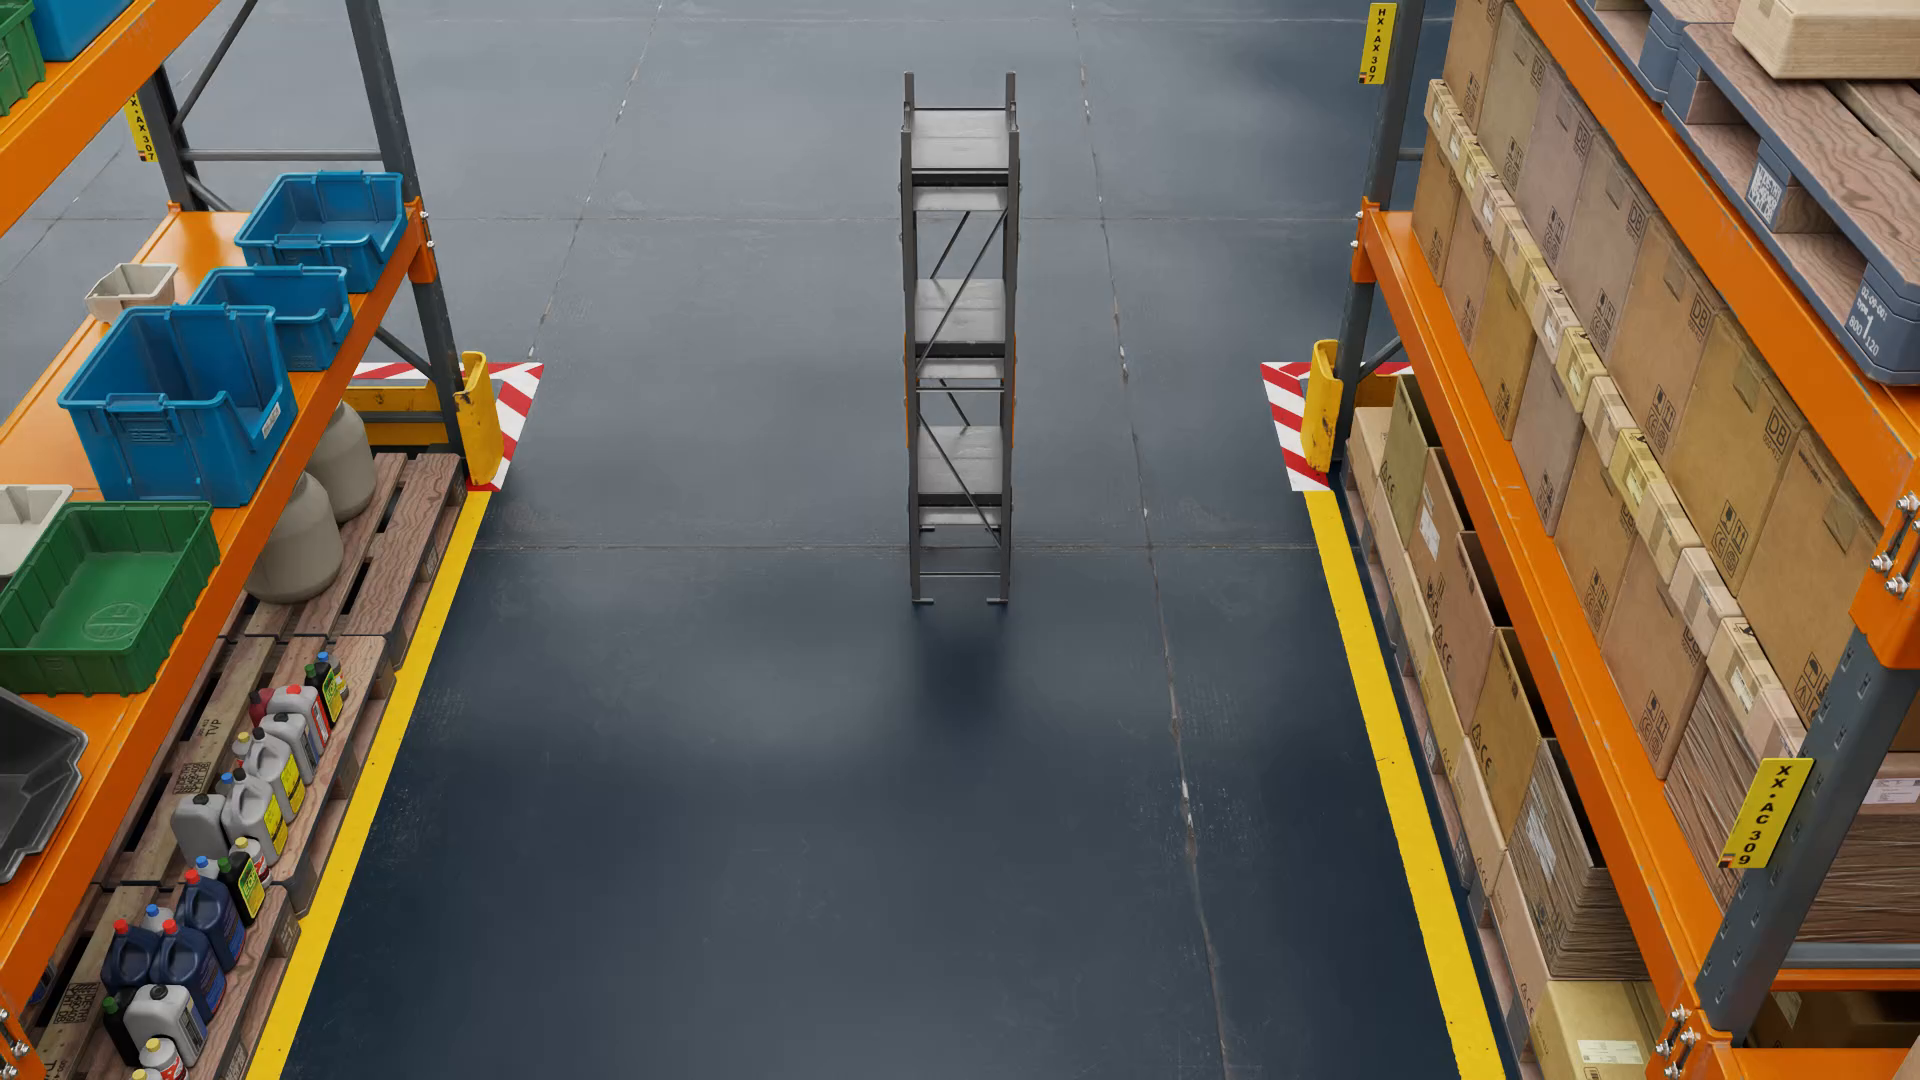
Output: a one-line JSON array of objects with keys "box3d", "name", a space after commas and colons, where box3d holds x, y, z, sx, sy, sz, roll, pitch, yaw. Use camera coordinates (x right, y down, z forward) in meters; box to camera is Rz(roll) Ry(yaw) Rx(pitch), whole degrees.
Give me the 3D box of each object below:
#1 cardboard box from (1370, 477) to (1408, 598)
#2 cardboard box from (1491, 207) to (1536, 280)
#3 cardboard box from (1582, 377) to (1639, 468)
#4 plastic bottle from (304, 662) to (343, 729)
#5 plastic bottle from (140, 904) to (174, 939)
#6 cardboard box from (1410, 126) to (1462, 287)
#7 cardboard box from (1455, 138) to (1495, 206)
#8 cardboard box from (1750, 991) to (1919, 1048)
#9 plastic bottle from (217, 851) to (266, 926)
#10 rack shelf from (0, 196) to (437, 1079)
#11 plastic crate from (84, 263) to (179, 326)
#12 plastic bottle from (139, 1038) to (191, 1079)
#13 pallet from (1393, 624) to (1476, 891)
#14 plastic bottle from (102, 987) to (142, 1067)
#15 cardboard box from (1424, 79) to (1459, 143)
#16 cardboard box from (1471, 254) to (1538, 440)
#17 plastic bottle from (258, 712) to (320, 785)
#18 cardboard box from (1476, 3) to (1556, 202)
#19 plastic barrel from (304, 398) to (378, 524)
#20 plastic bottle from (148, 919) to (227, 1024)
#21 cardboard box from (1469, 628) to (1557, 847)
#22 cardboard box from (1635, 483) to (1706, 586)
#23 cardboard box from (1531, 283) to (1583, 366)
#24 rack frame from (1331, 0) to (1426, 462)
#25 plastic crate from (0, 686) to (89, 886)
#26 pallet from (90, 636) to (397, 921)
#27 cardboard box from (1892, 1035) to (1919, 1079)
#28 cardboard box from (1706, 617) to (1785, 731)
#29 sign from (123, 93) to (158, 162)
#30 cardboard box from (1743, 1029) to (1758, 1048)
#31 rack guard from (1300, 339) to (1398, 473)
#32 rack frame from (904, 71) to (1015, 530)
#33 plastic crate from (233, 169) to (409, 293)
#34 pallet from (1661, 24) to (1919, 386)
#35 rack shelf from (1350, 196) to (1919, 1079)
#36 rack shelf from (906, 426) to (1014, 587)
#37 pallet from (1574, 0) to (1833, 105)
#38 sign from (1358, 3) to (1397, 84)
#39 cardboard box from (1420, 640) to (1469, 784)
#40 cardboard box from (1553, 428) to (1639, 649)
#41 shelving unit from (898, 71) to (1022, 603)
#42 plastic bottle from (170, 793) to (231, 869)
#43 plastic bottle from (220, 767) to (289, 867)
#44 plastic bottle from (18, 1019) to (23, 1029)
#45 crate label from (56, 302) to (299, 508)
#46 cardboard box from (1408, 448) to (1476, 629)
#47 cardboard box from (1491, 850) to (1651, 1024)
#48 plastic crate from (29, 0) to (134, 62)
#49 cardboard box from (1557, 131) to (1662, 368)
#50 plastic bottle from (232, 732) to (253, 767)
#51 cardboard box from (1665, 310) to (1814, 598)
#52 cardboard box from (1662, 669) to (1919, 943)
[{"box3d": [1.975, -0.016, 6.734, 0.500, 0.250, 0.500, 0, 39, 0], "name": "cardboard box"}, {"box3d": [1.980, -0.974, 5.468, 0.380, 0.149, 0.250, -1, 39, -2], "name": "cardboard box"}, {"box3d": [1.982, -0.328, 4.662, 0.380, 0.149, 0.250, 1, 39, 1], "name": "cardboard box"}, {"box3d": [-2.302, 0.538, 6.001, 0.061, 0.283, 0.133, 1, 39, 1], "name": "plastic bottle"}, {"box3d": [-2.464, 1.227, 5.150, 0.097, 0.271, 0.097, 0, 39, 0], "name": "plastic bottle"}, {"box3d": [2.180, -1.320, 6.419, 0.700, 0.500, 0.500, 0, 39, 0], "name": "cardboard box"}, {"box3d": [1.979, -1.299, 5.873, 0.380, 0.149, 0.250, 0, 39, 0], "name": "cardboard box"}, {"box3d": [2.509, 1.255, 4.549, 0.500, 0.500, 0.500, 0, 39, 0], "name": "cardboard box"}, {"box3d": [-2.301, 1.091, 5.310, 0.061, 0.283, 0.133, 2, 39, 2], "name": "plastic bottle"}, {"box3d": [-2.759, -0.040, 5.477, 1.077, 0.370, 4.000, 0, 39, 0], "name": "rack shelf"}, {"box3d": [-3.082, -0.909, 6.197, 0.298, 0.136, 0.250, 0, 39, 0], "name": "plastic crate"}, {"box3d": [-2.319, 1.523, 4.837, 0.097, 0.201, 0.097, 0, 39, 0], "name": "plastic bottle"}, {"box3d": [2.233, 0.754, 6.140, 1.003, 0.211, 1.213, 0, 39, 0], "name": "pallet"}, {"box3d": [-2.453, 1.417, 4.904, 0.061, 0.283, 0.133, 0, 39, 0], "name": "plastic bottle"}, {"box3d": [1.977, -1.620, 6.274, 0.380, 0.149, 0.250, 0, 39, 0], "name": "cardboard box"}, {"box3d": [2.180, -0.681, 5.621, 0.700, 0.500, 0.500, 0, 39, 0], "name": "cardboard box"}, {"box3d": [-2.348, 0.712, 5.789, 0.152, 0.276, 0.135, -1, 39, -1], "name": "plastic bottle"}, {"box3d": [2.186, -1.464, 5.561, 0.700, 0.500, 0.500, -1, 39, -1], "name": "cardboard box"}, {"box3d": [-2.684, -0.353, 6.946, 0.421, 0.512, 0.421, 0, 39, 0], "name": "plastic barrel"}, {"box3d": [-2.343, 1.286, 5.012, 0.144, 0.351, 0.185, 1, 39, 1], "name": "plastic bottle"}, {"box3d": [1.984, 0.630, 5.329, 0.500, 0.500, 0.500, 0, 39, 0], "name": "cardboard box"}, {"box3d": [1.980, -0.016, 4.273, 0.380, 0.149, 0.250, 0, 39, 0], "name": "cardboard box"}, {"box3d": [1.978, -0.658, 5.074, 0.380, 0.149, 0.250, 0, 39, 0], "name": "cardboard box"}, {"box3d": [2.192, -1.573, 6.814, 1.000, 3.000, 0.127, 0, 39, 0], "name": "rack frame"}, {"box3d": [-2.630, 0.626, 4.119, 0.767, 0.338, 0.504, 0, 39, 0], "name": "plastic crate"}, {"box3d": [-2.720, 0.833, 6.042, 1.003, 0.211, 1.213, 0, 39, 0], "name": "pallet"}, {"box3d": [2.241, 1.295, 3.356, 0.500, 0.250, 0.500, 2, 39, 3], "name": "cardboard box"}, {"box3d": [1.984, 0.312, 3.864, 0.380, 0.149, 0.250, -1, 39, -1], "name": "cardboard box"}, {"box3d": [-3.311, -1.682, 6.729, 0.100, 0.325, 0.005, 0, 39, 0], "name": "sign"}, {"box3d": [2.499, 1.547, 4.784, 0.500, 0.250, 0.500, 0, 39, 0], "name": "cardboard box"}, {"box3d": [2.192, -0.613, 7.615, 1.175, 0.500, 0.348, 0, 39, 0], "name": "rack guard"}, {"box3d": [0.000, -0.868, 6.655, 0.400, 2.100, 0.015, 0, 39, 0], "name": "rack frame"}, {"box3d": [-2.461, -1.201, 6.469, 0.499, 0.251, 0.616, 0, 39, 0], "name": "plastic crate"}, {"box3d": [2.170, -0.741, 3.448, 1.003, 0.211, 1.213, 0, 39, 0], "name": "pallet"}, {"box3d": [2.194, -0.042, 5.479, 1.077, 0.370, 4.000, 0, 39, 0], "name": "rack shelf"}, {"box3d": [0.000, -0.159, 6.910, 0.431, 0.518, 0.480, 0, 39, 0], "name": "rack shelf"}, {"box3d": [2.171, -1.502, 4.398, 1.003, 0.211, 1.213, 0, 39, 0], "name": "pallet"}, {"box3d": [1.637, -1.945, 6.523, 0.100, 0.325, 0.005, 0, 39, 0], "name": "sign"}, {"box3d": [1.970, 0.610, 5.954, 0.500, 0.250, 0.500, 0, 39, 0], "name": "cardboard box"}, {"box3d": [2.186, -0.032, 4.811, 0.700, 0.500, 0.500, 1, 39, 1], "name": "cardboard box"}, {"box3d": [0.000, -0.716, 6.464, 0.431, 2.100, 0.503, 0, 39, 0], "name": "shelving unit"}, {"box3d": [-2.491, 0.948, 5.495, 0.152, 0.276, 0.135, 0, 39, 0], "name": "plastic bottle"}, {"box3d": [-2.343, 0.903, 5.491, 0.144, 0.351, 0.185, 0, 39, 0], "name": "plastic bottle"}, {"box3d": [-2.901, 1.389, 4.885, 0.144, 0.351, 0.185, 0, 39, 0], "name": "plastic bottle"}, {"box3d": [-2.489, -0.435, 5.366, 0.502, 0.435, 0.616, 0, 39, 0], "name": "crate label"}, {"box3d": [1.986, 0.004, 6.109, 0.500, 0.500, 0.500, 0, 39, 0], "name": "cardboard box"}, {"box3d": [1.987, 1.235, 5.173, 0.500, 0.250, 0.500, 0, 39, 0], "name": "cardboard box"}, {"box3d": [-2.458, -1.544, 4.392, 0.392, 0.384, 0.575, 0, 39, 0], "name": "plastic crate"}, {"box3d": [2.188, -0.836, 4.777, 0.700, 0.500, 0.500, 0, 39, 0], "name": "cardboard box"}, {"box3d": [-2.472, 0.753, 5.798, 0.097, 0.201, 0.097, 0, 39, 0], "name": "plastic bottle"}, {"box3d": [2.188, -0.210, 3.997, 0.700, 0.500, 0.500, 0, 39, 0], "name": "cardboard box"}, {"box3d": [2.190, 0.612, 4.008, 0.700, 0.500, 0.500, -1, 39, -1], "name": "cardboard box"}]
